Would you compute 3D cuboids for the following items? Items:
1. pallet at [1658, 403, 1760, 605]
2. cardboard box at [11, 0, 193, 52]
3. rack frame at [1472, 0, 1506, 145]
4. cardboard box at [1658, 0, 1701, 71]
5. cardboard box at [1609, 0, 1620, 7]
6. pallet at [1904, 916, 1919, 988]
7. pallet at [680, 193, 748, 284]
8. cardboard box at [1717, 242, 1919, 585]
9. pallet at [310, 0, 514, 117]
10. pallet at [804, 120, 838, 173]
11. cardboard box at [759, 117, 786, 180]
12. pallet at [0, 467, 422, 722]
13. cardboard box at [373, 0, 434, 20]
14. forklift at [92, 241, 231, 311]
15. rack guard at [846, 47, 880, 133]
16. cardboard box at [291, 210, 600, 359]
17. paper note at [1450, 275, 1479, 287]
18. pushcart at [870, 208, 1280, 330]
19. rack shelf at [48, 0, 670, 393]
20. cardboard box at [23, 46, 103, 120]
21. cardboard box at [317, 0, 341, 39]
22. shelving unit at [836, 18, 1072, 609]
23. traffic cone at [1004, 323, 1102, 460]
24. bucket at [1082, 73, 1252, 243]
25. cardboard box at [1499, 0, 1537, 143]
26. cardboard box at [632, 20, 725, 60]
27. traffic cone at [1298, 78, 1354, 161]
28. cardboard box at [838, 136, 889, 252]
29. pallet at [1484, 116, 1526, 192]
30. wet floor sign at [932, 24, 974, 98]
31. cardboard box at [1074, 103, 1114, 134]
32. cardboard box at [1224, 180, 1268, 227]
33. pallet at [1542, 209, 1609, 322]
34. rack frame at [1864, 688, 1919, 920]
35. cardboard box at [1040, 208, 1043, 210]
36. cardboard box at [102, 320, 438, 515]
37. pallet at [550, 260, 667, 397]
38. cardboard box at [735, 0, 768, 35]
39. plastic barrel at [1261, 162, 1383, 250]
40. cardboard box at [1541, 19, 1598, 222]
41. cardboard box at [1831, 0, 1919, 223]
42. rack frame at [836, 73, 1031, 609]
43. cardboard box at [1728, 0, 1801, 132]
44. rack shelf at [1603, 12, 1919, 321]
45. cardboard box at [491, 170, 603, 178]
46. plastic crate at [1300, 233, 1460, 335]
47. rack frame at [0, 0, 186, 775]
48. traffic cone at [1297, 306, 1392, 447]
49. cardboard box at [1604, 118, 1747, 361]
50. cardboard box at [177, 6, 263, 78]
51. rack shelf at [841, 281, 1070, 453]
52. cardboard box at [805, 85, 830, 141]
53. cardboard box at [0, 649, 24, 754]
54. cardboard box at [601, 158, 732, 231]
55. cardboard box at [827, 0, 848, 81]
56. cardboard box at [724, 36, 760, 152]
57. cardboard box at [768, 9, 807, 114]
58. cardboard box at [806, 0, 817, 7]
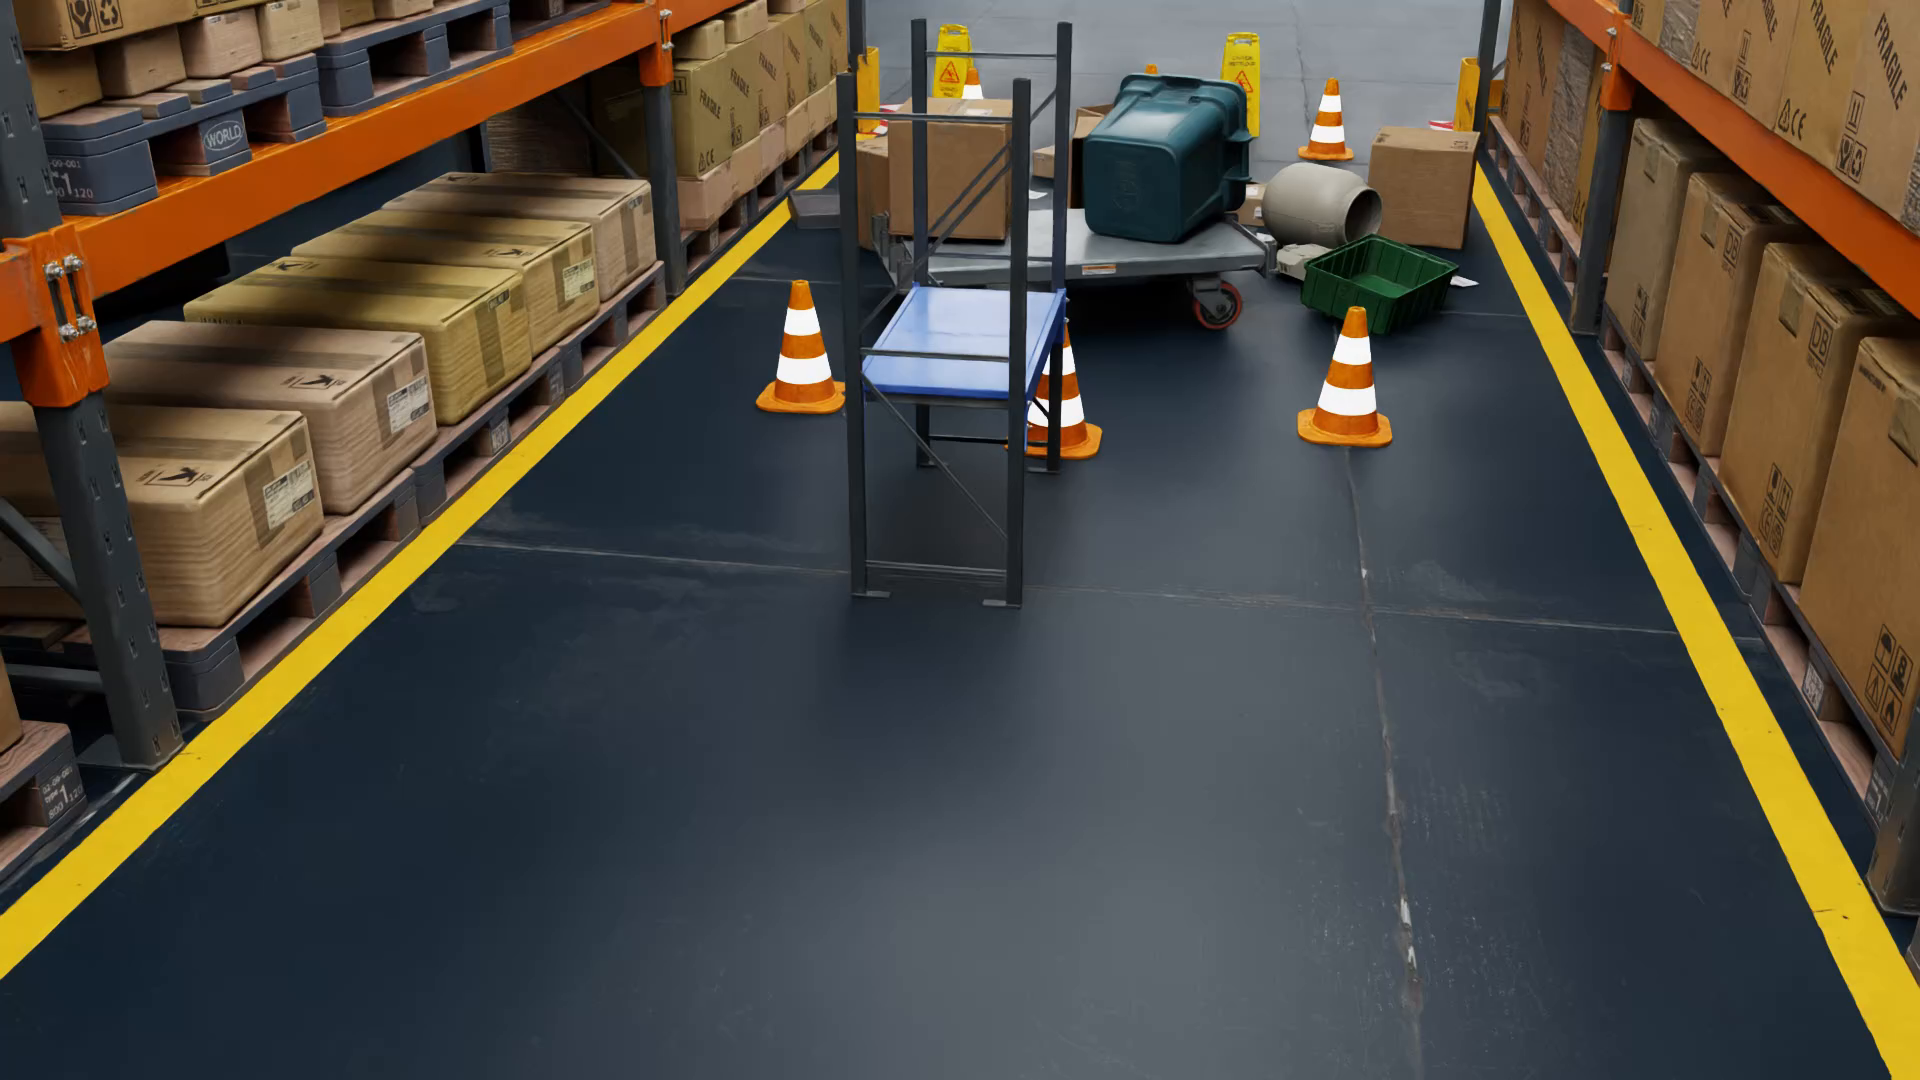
[{"bbox_3d":[2.872,-0.119,5.256,1.003,0.211,1.213,4,25,9],"label":"pallet"},{"bbox_3d":[-2.131,-1.392,3.722,0.500,0.500,0.500,3,25,7],"label":"cardboard box"},{"bbox_3d":[3.775,-3.895,10.033,1.000,3.000,0.127,4,25,9],"label":"rack frame"},{"bbox_3d":[2.688,-1.855,5.556,0.500,0.500,0.500,4,25,9],"label":"cardboard box"},{"bbox_3d":[3.170,-2.445,6.759,0.875,0.550,0.550,4,25,9],"label":"cardboard box"},{"bbox_3d":[2.338,1.041,2.778,1.003,0.211,1.213,4,25,9],"label":"pallet"},{"bbox_3d":[-1.704,-1.543,8.298,1.003,0.211,1.213,4,25,9],"label":"pallet"},{"bbox_3d":[2.795,-0.335,4.585,1.050,0.750,0.750,4,25,9],"label":"cardboard box"},{"bbox_3d":[-2.149,-1.594,5.343,1.003,0.211,1.213,4,25,9],"label":"pallet"},{"bbox_3d":[-1.305,-2.564,10.478,1.003,0.211,1.213,4,25,9],"label":"pallet"},{"bbox_3d":[-1.256,-2.142,9.036,0.500,0.250,0.500,4,25,8],"label":"cardboard box"},{"bbox_3d":[-2.303,0.086,4.816,1.003,0.211,1.213,4,25,9],"label":"pallet"},{"bbox_3d":[-1.884,-1.722,5.191,0.380,0.149,0.250,5,26,10],"label":"cardboard box"},{"bbox_3d":[-4.910,-2.674,7.505,3.031,2.935,1.130,15,29,29],"label":"forklift"},{"bbox_3d":[-1.138,-3.032,11.137,1.175,0.500,0.348,4,25,9],"label":"rack guard"},{"bbox_3d":[-1.976,-1.002,6.458,0.950,0.372,0.625,6,26,12],"label":"cardboard box"},{"bbox_3d":[2.338,-1.222,7.823,0.147,0.020,0.142,-14,29,-27],"label":"paper note"},{"bbox_3d":[0.479,-1.198,7.364,1.648,0.377,0.936,-5,25,-10],"label":"pushcart"},{"bbox_3d":[-2.106,-1.360,5.467,1.077,0.370,4.000,4,25,9],"label":"rack shelf"},{"bbox_3d":[-2.196,-1.049,3.754,0.380,0.149,0.250,3,25,5],"label":"cardboard box"},{"bbox_3d":[-1.999,-1.496,4.709,0.380,0.149,0.250,6,26,12],"label":"cardboard box"},{"bbox_3d":[0.014,-0.715,5.008,0.538,1.500,1.048,4,25,9],"label":"shelving unit"},{"bbox_3d":[0.339,-0.568,5.917,0.336,0.463,0.334,4,25,9],"label":"traffic cone"},{"bbox_3d":[0.869,-1.645,7.293,0.726,0.611,0.620,13,38,26],"label":"bucket"},{"bbox_3d":[3.729,-2.835,9.779,0.875,0.875,0.875,4,25,9],"label":"cardboard box"},{"bbox_3d":[-1.336,-2.377,7.889,0.380,0.149,0.250,4,25,9],"label":"cardboard box"},{"bbox_3d":[2.287,-2.622,10.306,0.336,0.463,0.334,4,25,9],"label":"traffic cone"},{"bbox_3d":[-0.261,-1.746,8.387,0.500,0.500,0.500,-20,32,-36],"label":"cardboard box"},{"bbox_3d":[3.721,-2.292,9.898,1.003,0.211,1.213,4,25,9],"label":"pallet"},{"bbox_3d":[-0.038,-3.135,11.186,0.267,0.644,0.232,13,28,26],"label":"wet floor sign"},{"bbox_3d":[1.085,-2.155,9.260,0.797,0.503,0.637,-14,29,-27],"label":"cardboard box"},{"bbox_3d":[1.585,-1.830,8.847,0.396,0.266,0.258,8,26,18],"label":"cardboard box"},{"bbox_3d":[3.323,-1.272,7.718,1.003,0.211,1.213,4,25,9],"label":"pallet"},{"bbox_3d":[2.467,-0.549,2.885,1.000,3.000,0.127,4,25,9],"label":"rack frame"},{"bbox_3d":[0.472,-1.477,8.091,0.258,0.266,0.396,-14,29,-27],"label":"cardboard box"},{"bbox_3d":[-2.218,-0.395,5.159,0.950,0.372,0.625,4,25,8],"label":"cardboard box"},{"bbox_3d":[-1.905,-0.934,6.997,1.003,0.211,1.213,4,25,9],"label":"pallet"},{"bbox_3d":[-1.213,-2.705,8.589,0.380,0.149,0.250,5,26,12],"label":"cardboard box"},{"bbox_3d":[1.793,-1.636,8.246,0.421,0.421,0.512,-20,32,-36],"label":"plastic barrel"},{"bbox_3d":[3.437,-2.085,8.178,0.875,0.875,0.875,4,25,9],"label":"cardboard box"},{"bbox_3d":[2.359,-1.010,3.751,0.500,0.500,0.500,4,25,9],"label":"cardboard box"},{"bbox_3d":[-0.069,-0.502,4.554,0.500,1.500,0.032,4,25,9],"label":"rack frame"},{"bbox_3d":[2.520,-1.434,4.657,0.500,0.500,0.500,4,25,9],"label":"cardboard box"},{"bbox_3d":[2.794,-1.060,4.824,1.077,0.370,4.000,4,25,9],"label":"rack shelf"},{"bbox_3d":[-1.947,-1.734,8.163,0.500,0.250,0.500,5,26,11],"label":"cardboard box"},{"bbox_3d":[1.857,-1.138,7.392,0.450,0.188,0.662,29,36,30],"label":"plastic crate"},{"bbox_3d":[-2.433,-0.850,3.527,1.000,3.000,0.127,4,25,9],"label":"rack frame"},{"bbox_3d":[1.412,-0.617,6.022,0.336,0.463,0.334,4,25,9],"label":"traffic cone"},{"bbox_3d":[3.108,-1.128,6.279,1.050,0.750,0.750,4,25,8],"label":"cardboard box"},{"bbox_3d":[-2.026,-1.276,4.240,0.380,0.149,0.250,2,25,5],"label":"cardboard box"},{"bbox_3d":[0.014,-0.552,5.085,0.538,0.185,1.000,4,25,9],"label":"rack shelf"},{"bbox_3d":[-1.084,-2.568,9.946,0.500,0.250,0.500,4,25,9],"label":"cardboard box"},{"bbox_3d":[-2.627,0.205,3.284,0.875,0.875,0.875,4,25,8],"label":"cardboard box"},{"bbox_3d":[-1.416,-1.696,8.082,0.500,0.250,0.500,3,25,6],"label":"cardboard box"},{"bbox_3d":[-0.999,-3.127,10.256,0.500,0.500,0.500,4,25,9],"label":"cardboard box"},{"bbox_3d":[-1.340,-2.260,8.404,0.500,0.500,0.500,5,26,11],"label":"cardboard box"},{"bbox_3d":[-1.170,-2.698,9.339,0.500,0.500,0.500,3,25,7],"label":"cardboard box"},{"bbox_3d":[-1.037,-3.158,9.556,0.380,0.149,0.250,4,25,9],"label":"cardboard box"}]
